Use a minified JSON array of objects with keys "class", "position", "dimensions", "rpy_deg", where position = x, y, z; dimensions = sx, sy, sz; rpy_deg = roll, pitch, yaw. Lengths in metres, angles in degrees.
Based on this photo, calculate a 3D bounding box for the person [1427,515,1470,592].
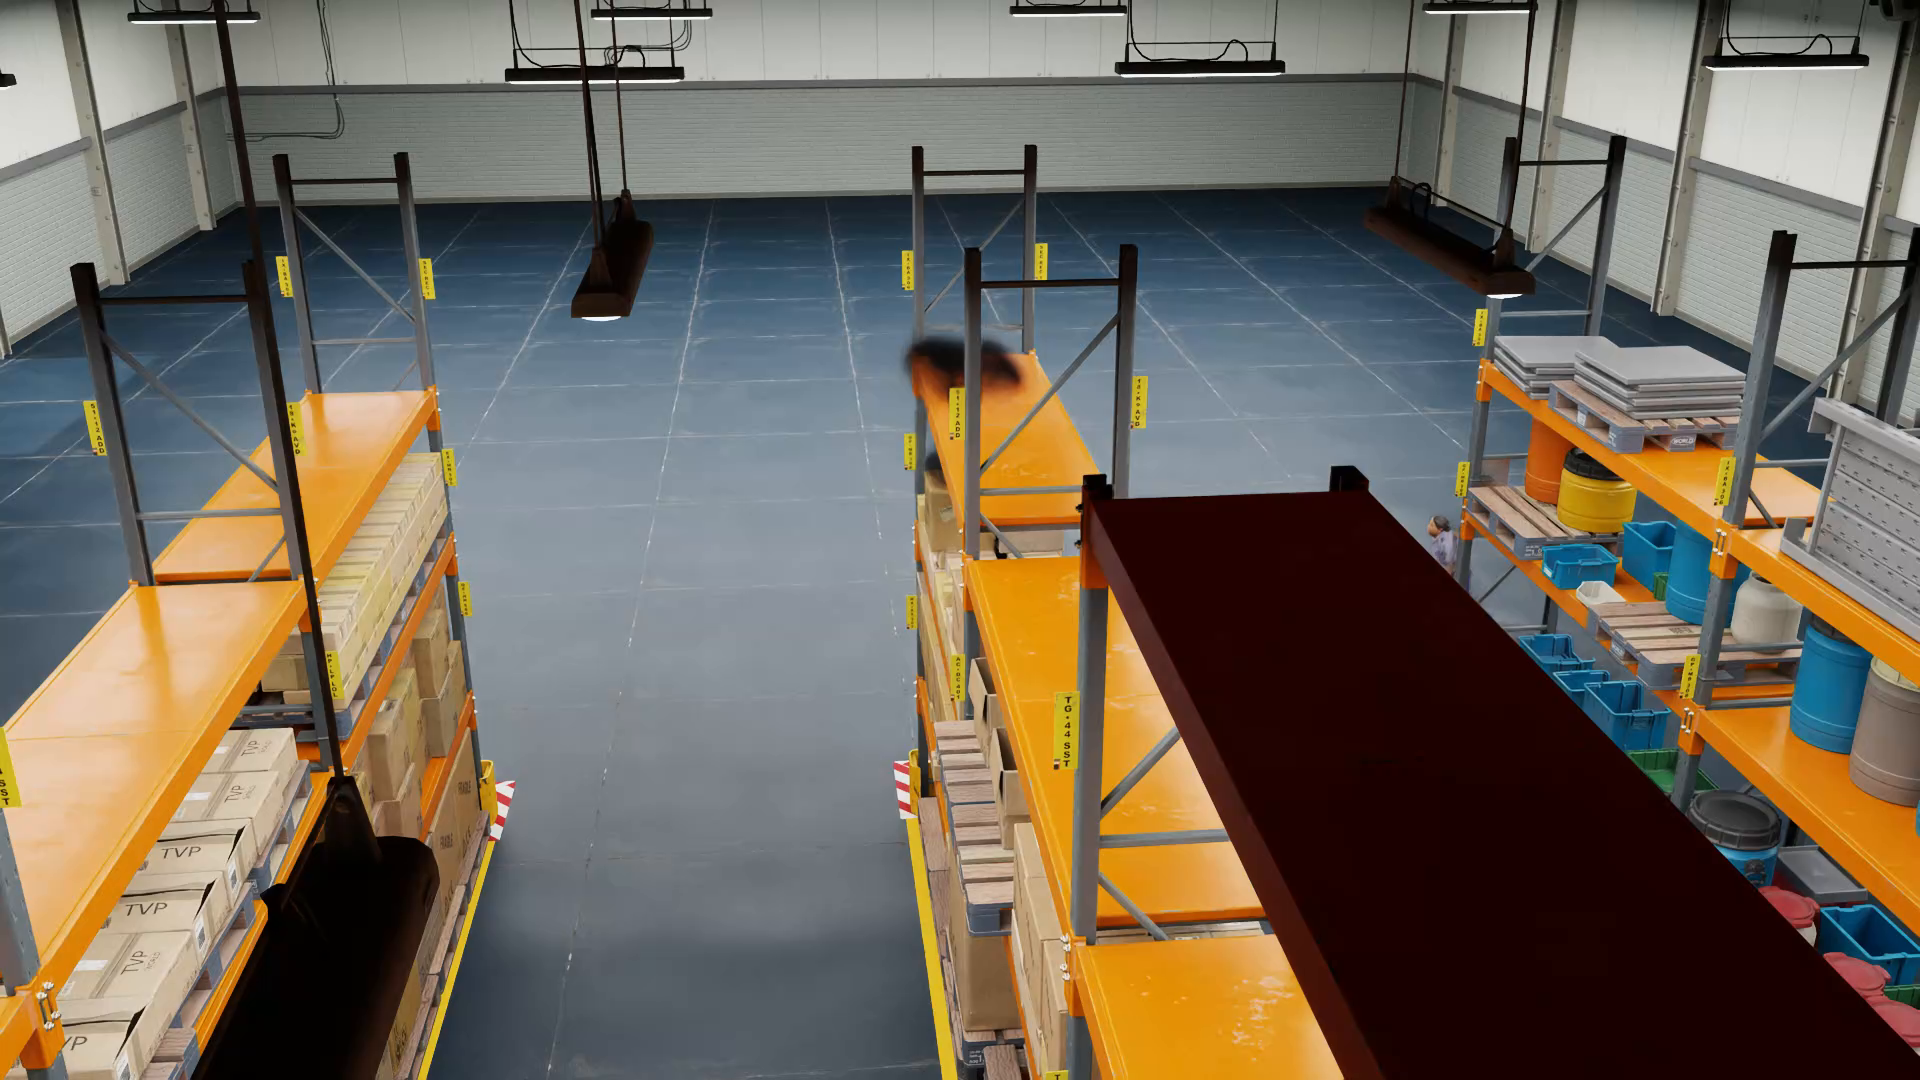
[{"class":"person","position":[5.426,0.484,18.367],"dimensions":[0.697,1.569,0.606],"rpy_deg":[4,22,10]}]
